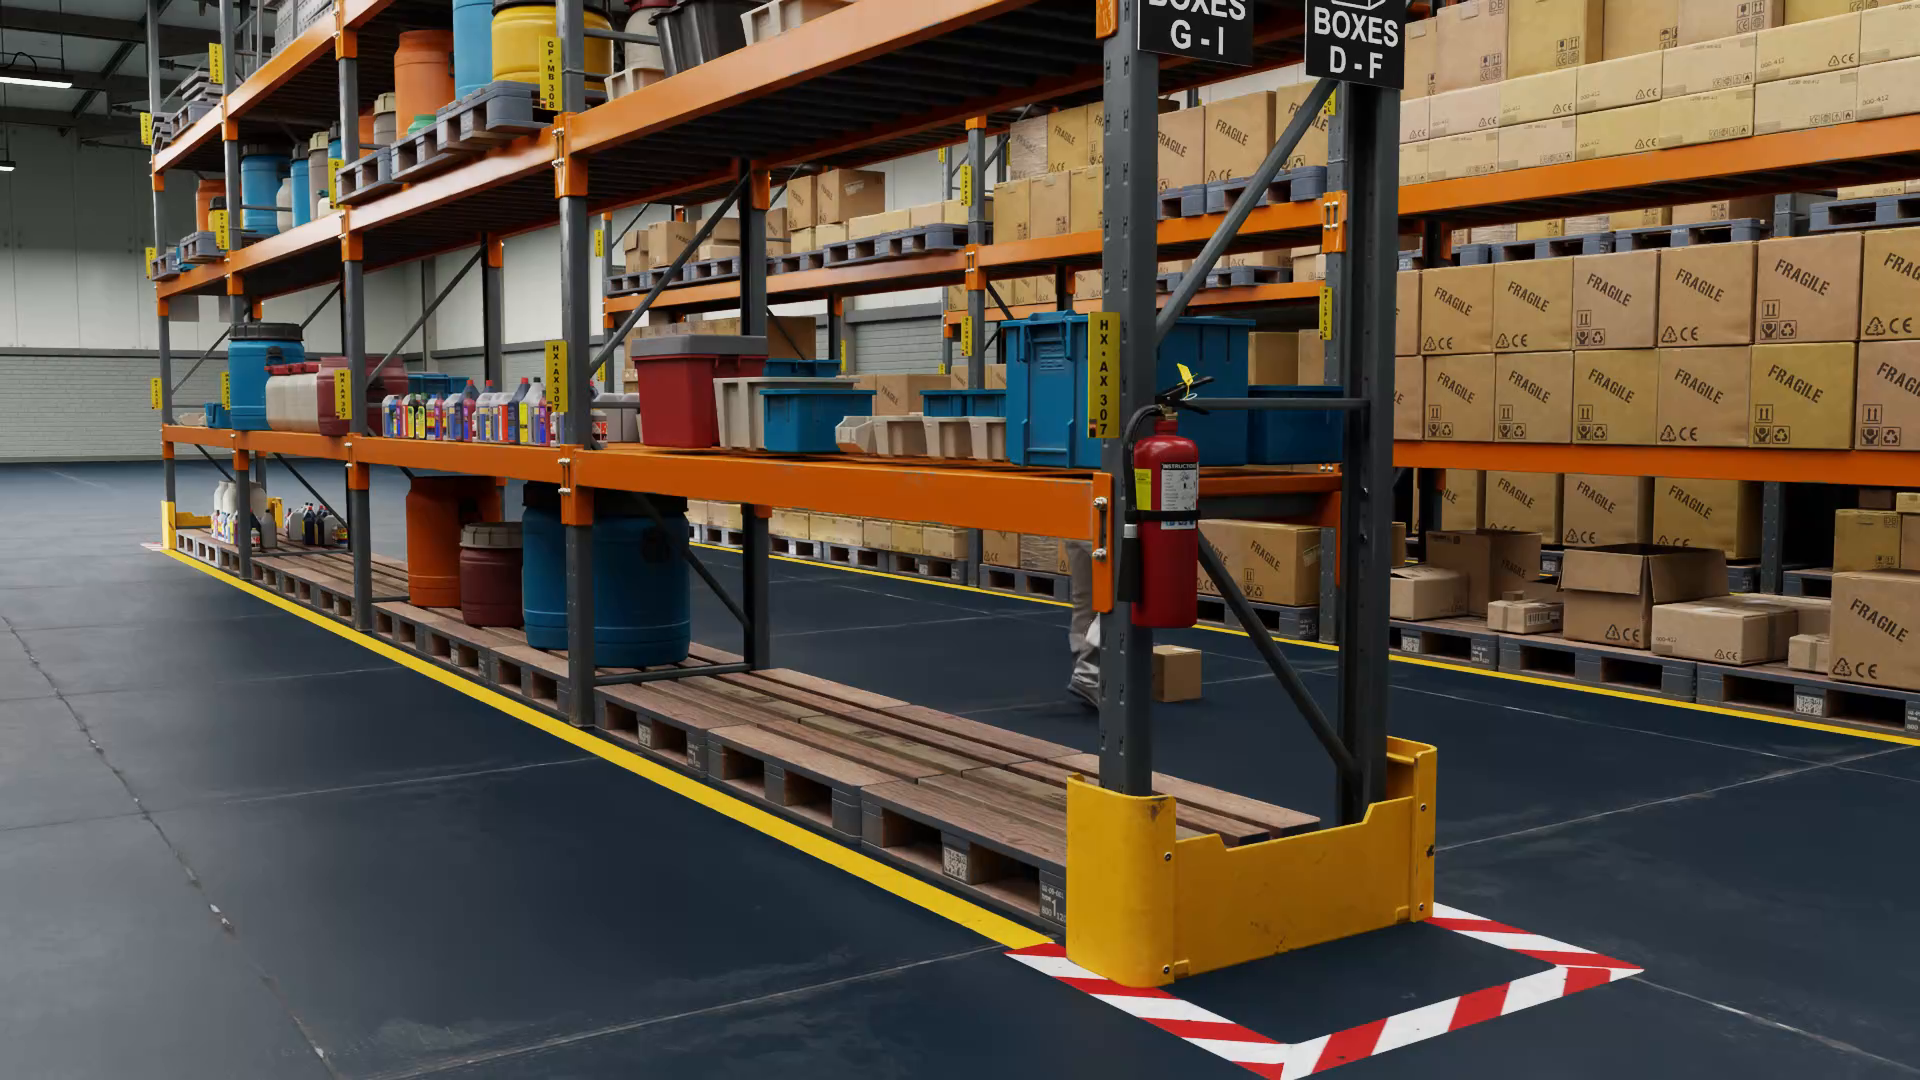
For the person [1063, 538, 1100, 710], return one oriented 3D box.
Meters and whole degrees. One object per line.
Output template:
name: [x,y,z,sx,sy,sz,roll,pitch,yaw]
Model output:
person: [0.680,-0.055,8.290,0.466,1.819,0.565,-2,5,-24]
